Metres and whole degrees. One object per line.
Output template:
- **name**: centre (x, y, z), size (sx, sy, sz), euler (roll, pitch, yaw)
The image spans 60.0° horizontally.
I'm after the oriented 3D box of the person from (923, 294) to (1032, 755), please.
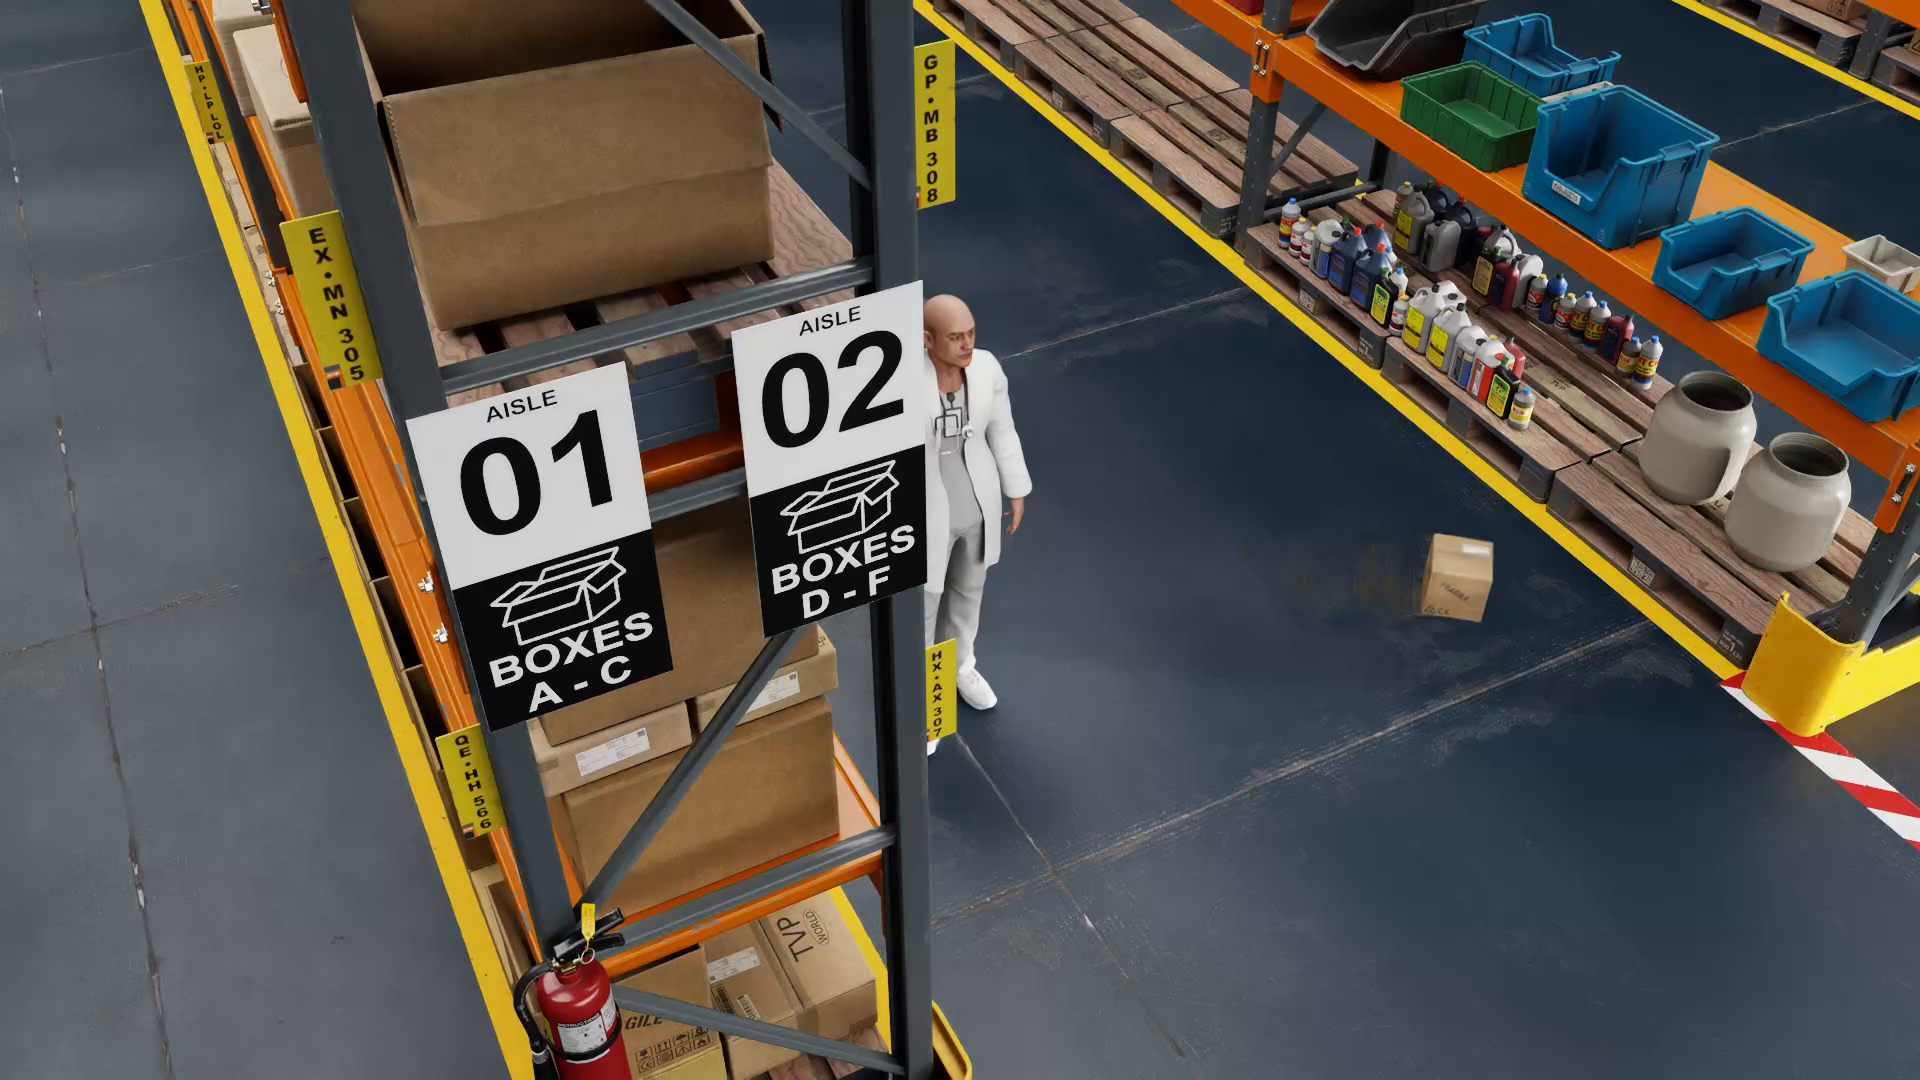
- **person**: centre (-0.010, -0.059, 6.224), size (0.695, 1.776, 0.582), euler (-19, 44, -20)
